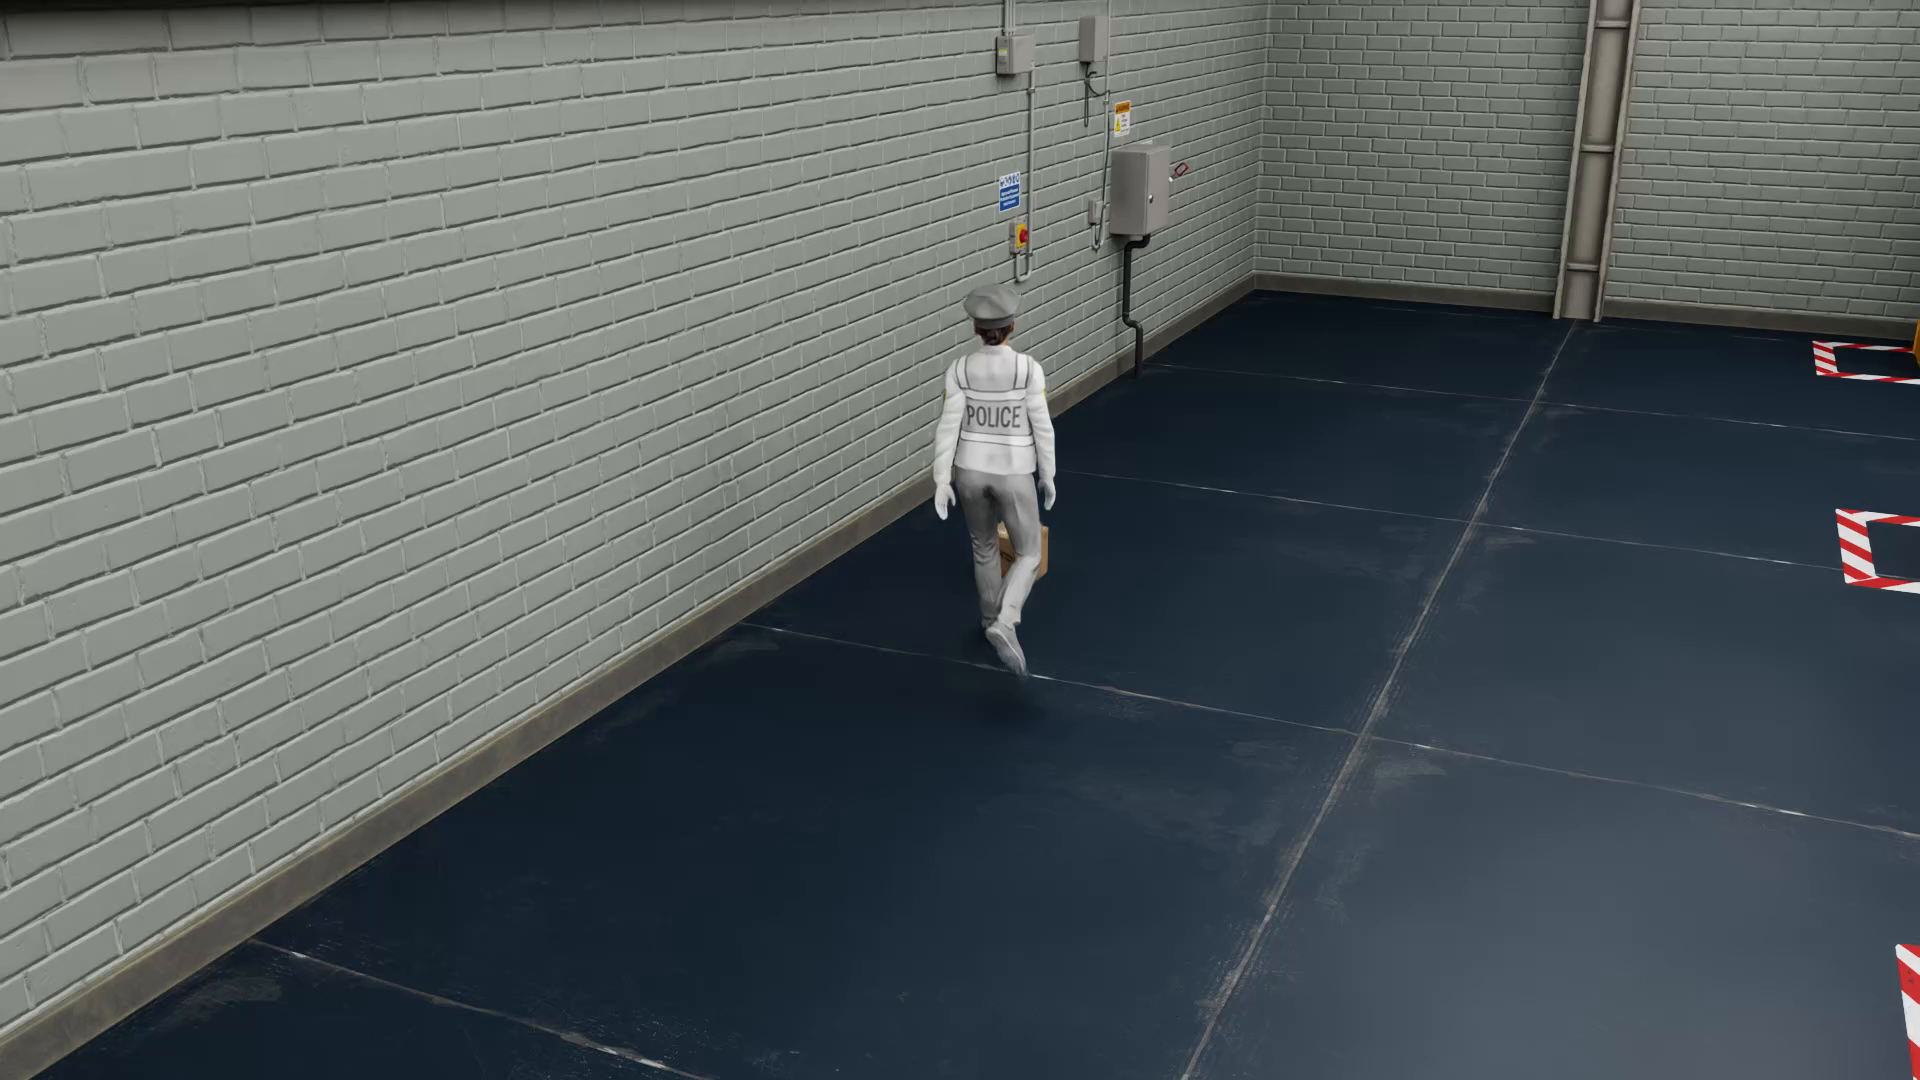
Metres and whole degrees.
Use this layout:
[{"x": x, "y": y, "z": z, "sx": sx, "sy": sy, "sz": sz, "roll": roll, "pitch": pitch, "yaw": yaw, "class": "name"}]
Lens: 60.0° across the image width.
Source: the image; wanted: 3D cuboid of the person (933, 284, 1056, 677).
[{"x": 0.145, "y": -0.274, "z": 7.309, "sx": 0.524, "sy": 1.656, "sz": 0.823, "roll": 4, "pitch": 20, "yaw": 11, "class": "person"}]
